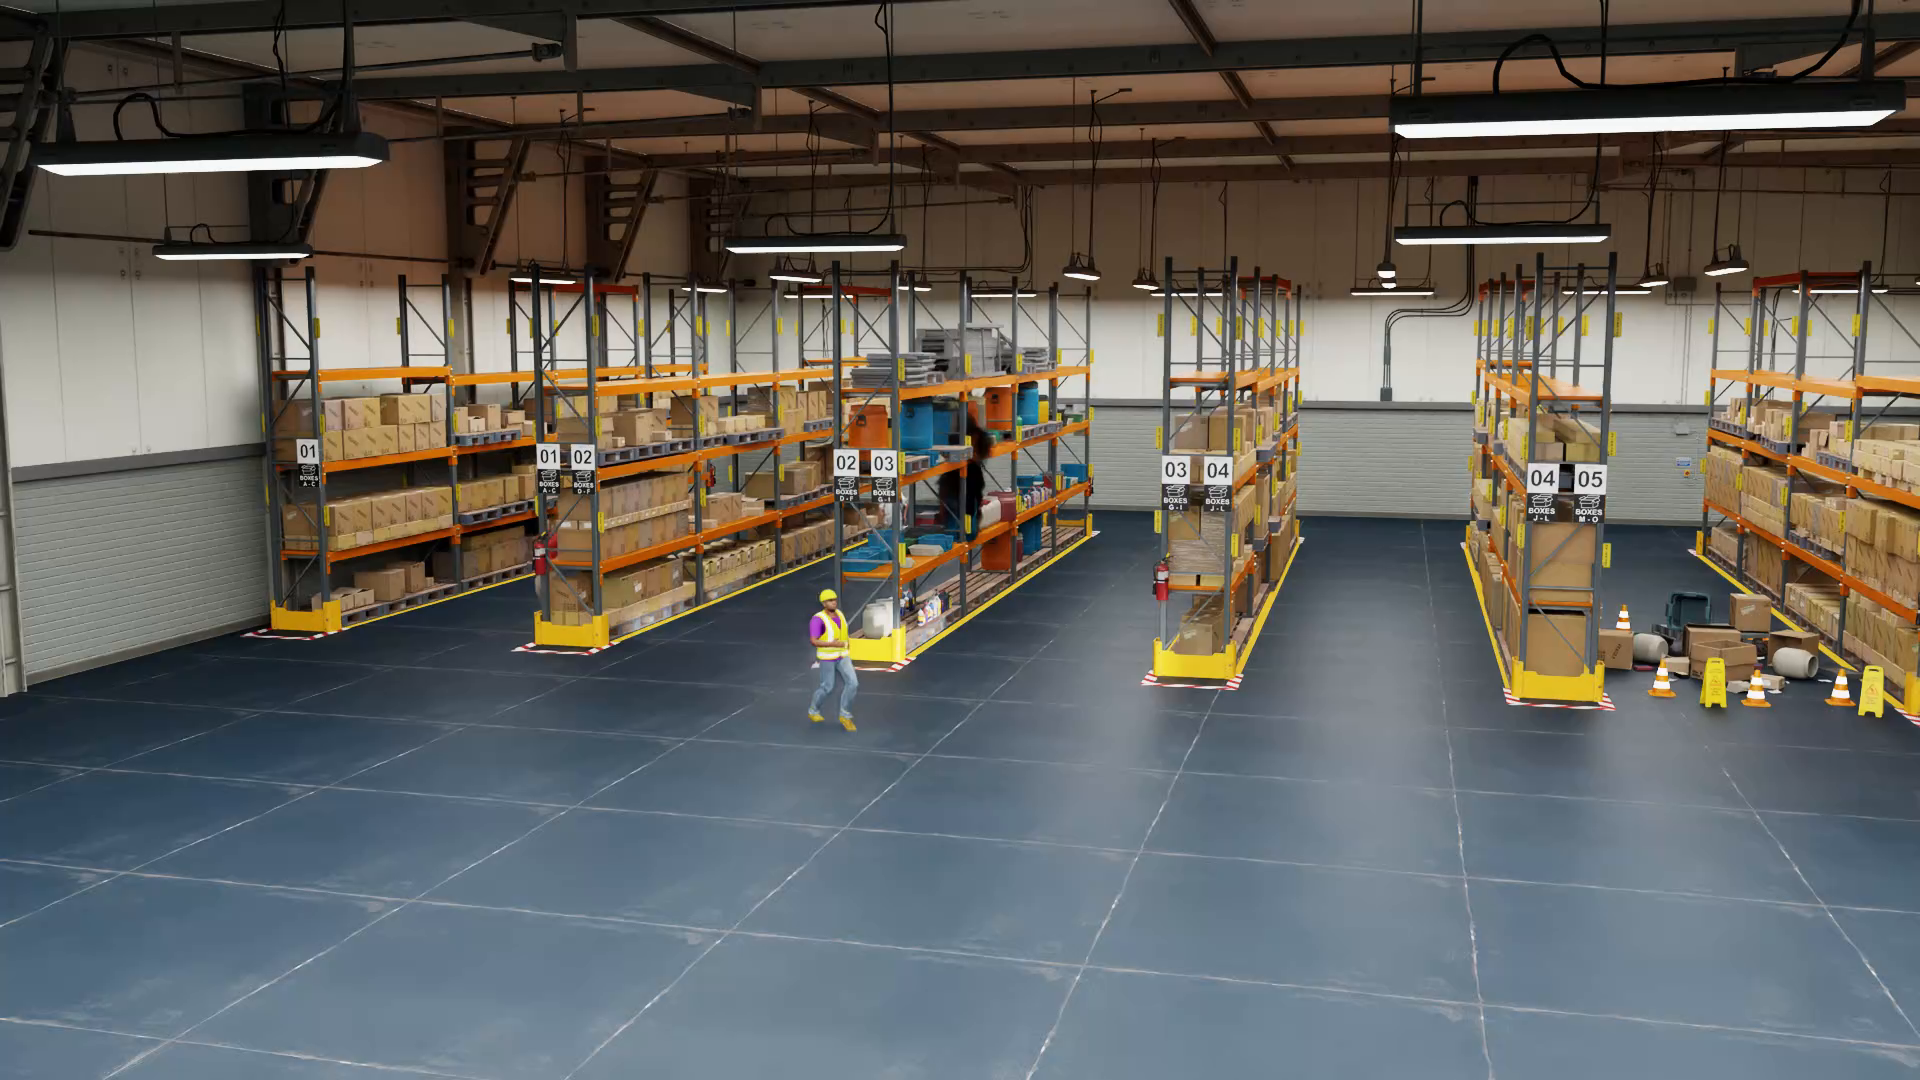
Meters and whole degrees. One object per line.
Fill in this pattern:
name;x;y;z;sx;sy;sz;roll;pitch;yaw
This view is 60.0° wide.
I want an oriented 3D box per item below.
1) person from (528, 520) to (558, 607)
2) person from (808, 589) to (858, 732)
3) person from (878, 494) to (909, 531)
person;-7.229;0.480;29.127;0.661;1.673;0.628;2;7;12
person;-1.599;1.507;20.906;0.707;1.802;0.757;-7;10;-42
person;-1.414;-0.371;35.499;0.647;1.768;0.943;0;7;2
